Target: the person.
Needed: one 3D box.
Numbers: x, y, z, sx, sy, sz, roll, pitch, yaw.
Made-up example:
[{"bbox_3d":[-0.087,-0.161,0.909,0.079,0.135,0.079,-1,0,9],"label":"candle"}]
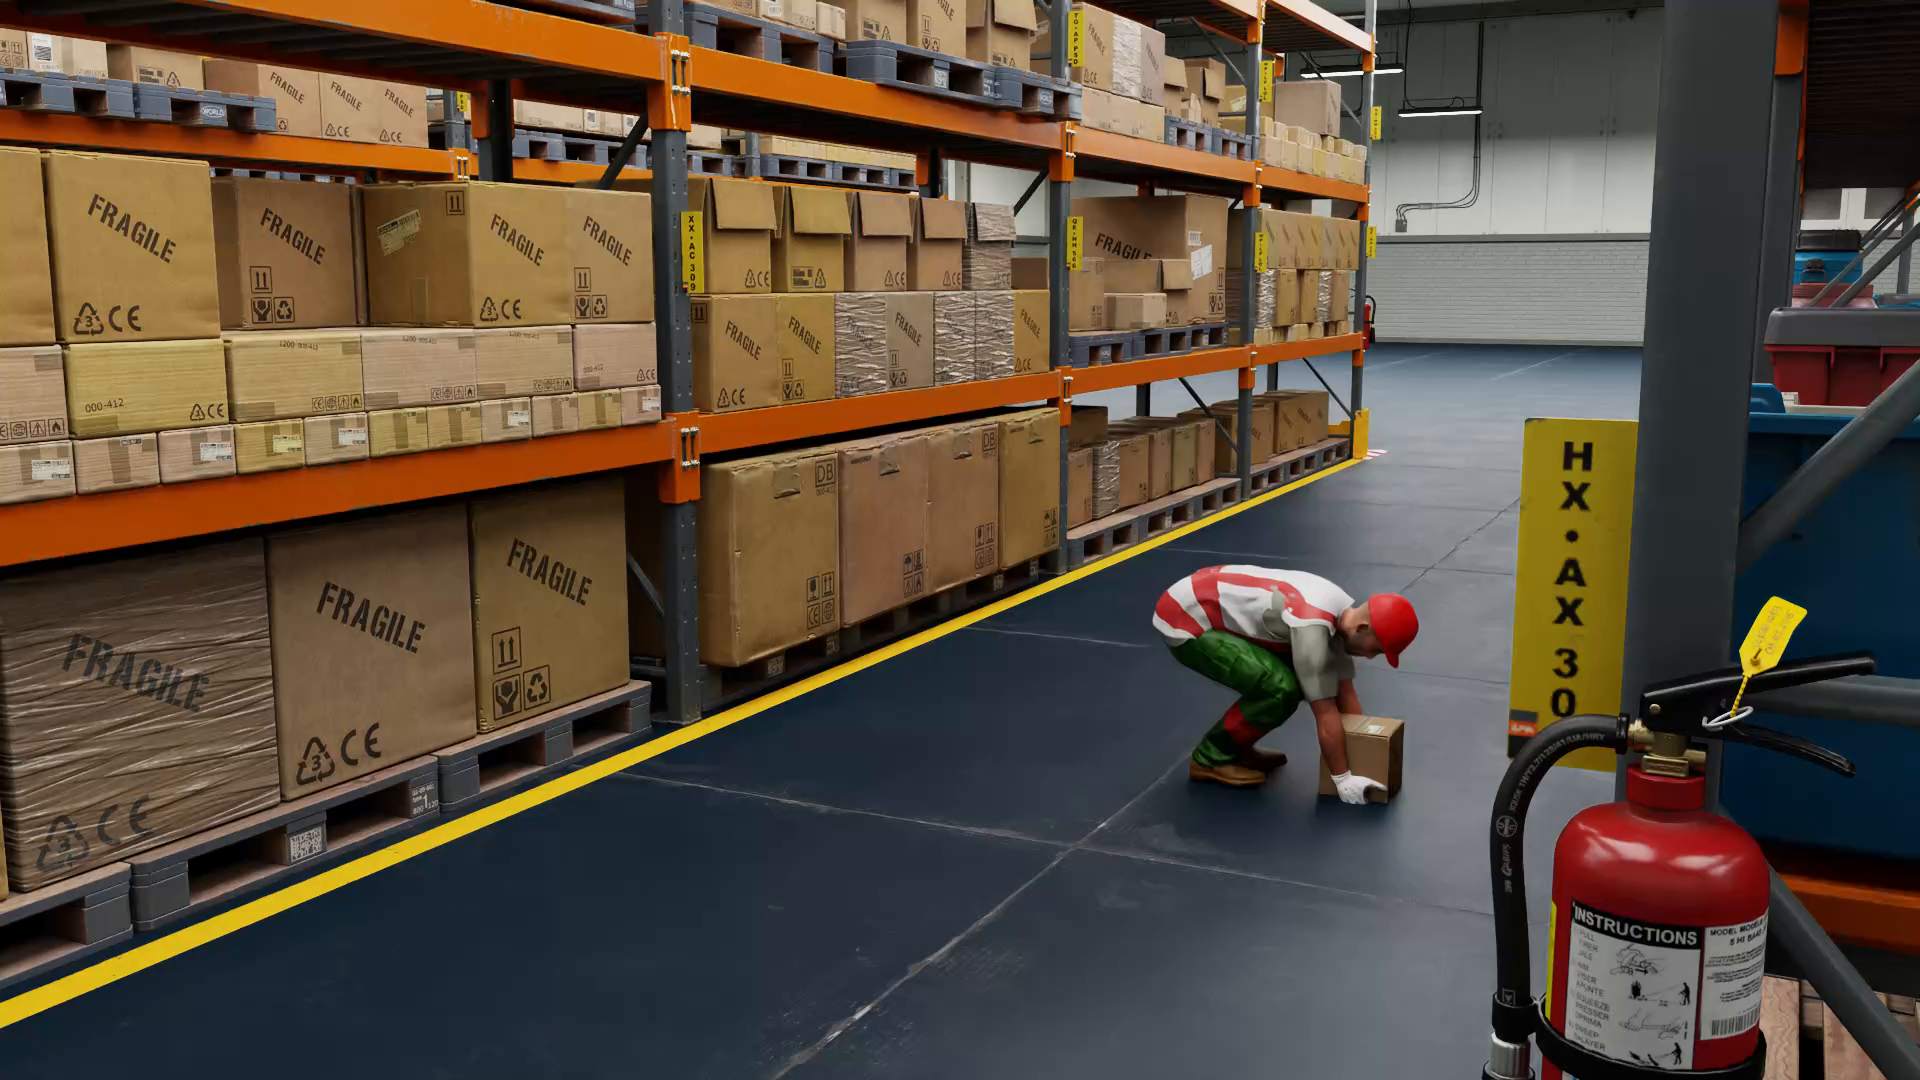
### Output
[{"bbox_3d":[1.207,0.520,6.227,0.966,0.831,0.527,4,10,24],"label":"person"}]
